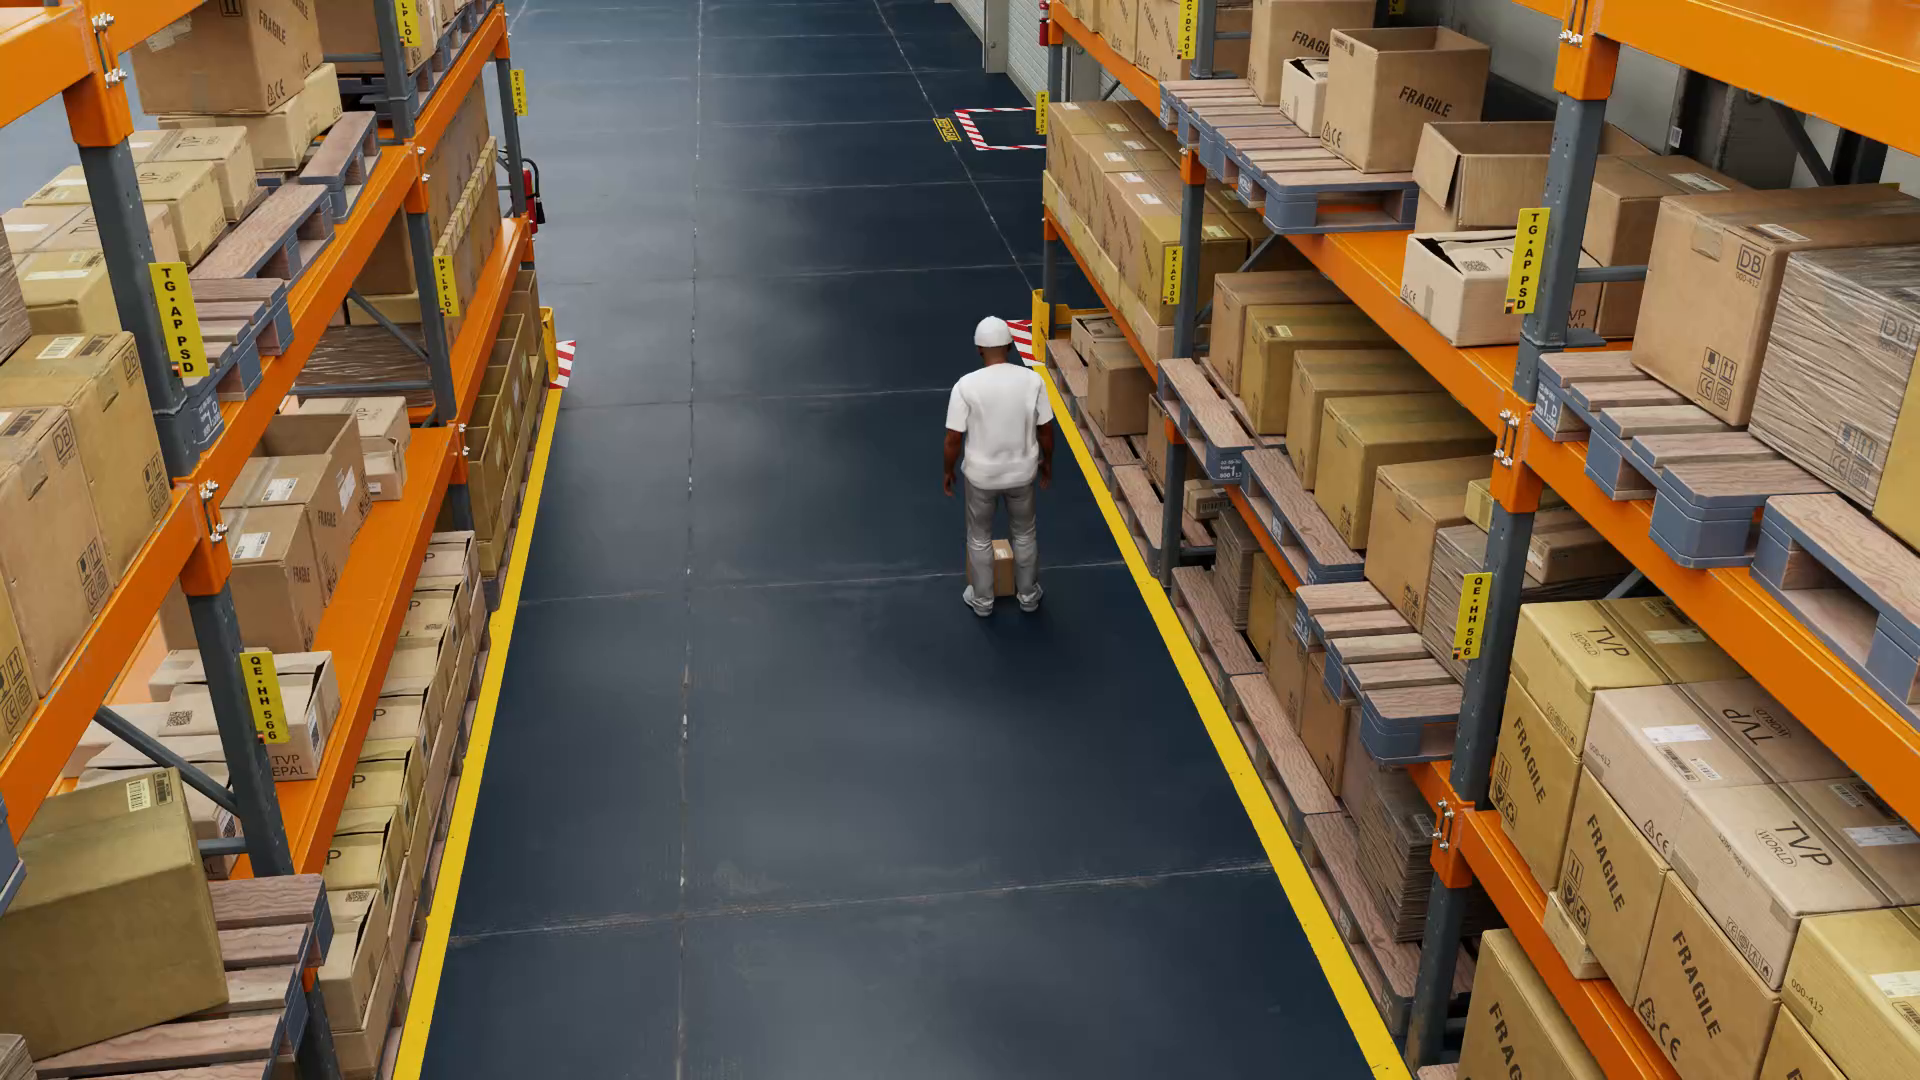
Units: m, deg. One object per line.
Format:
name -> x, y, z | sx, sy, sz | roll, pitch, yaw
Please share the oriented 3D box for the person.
person -> 0.218, -0.401, 9.385 | 0.638, 1.761, 0.458 | -5, 27, -9
